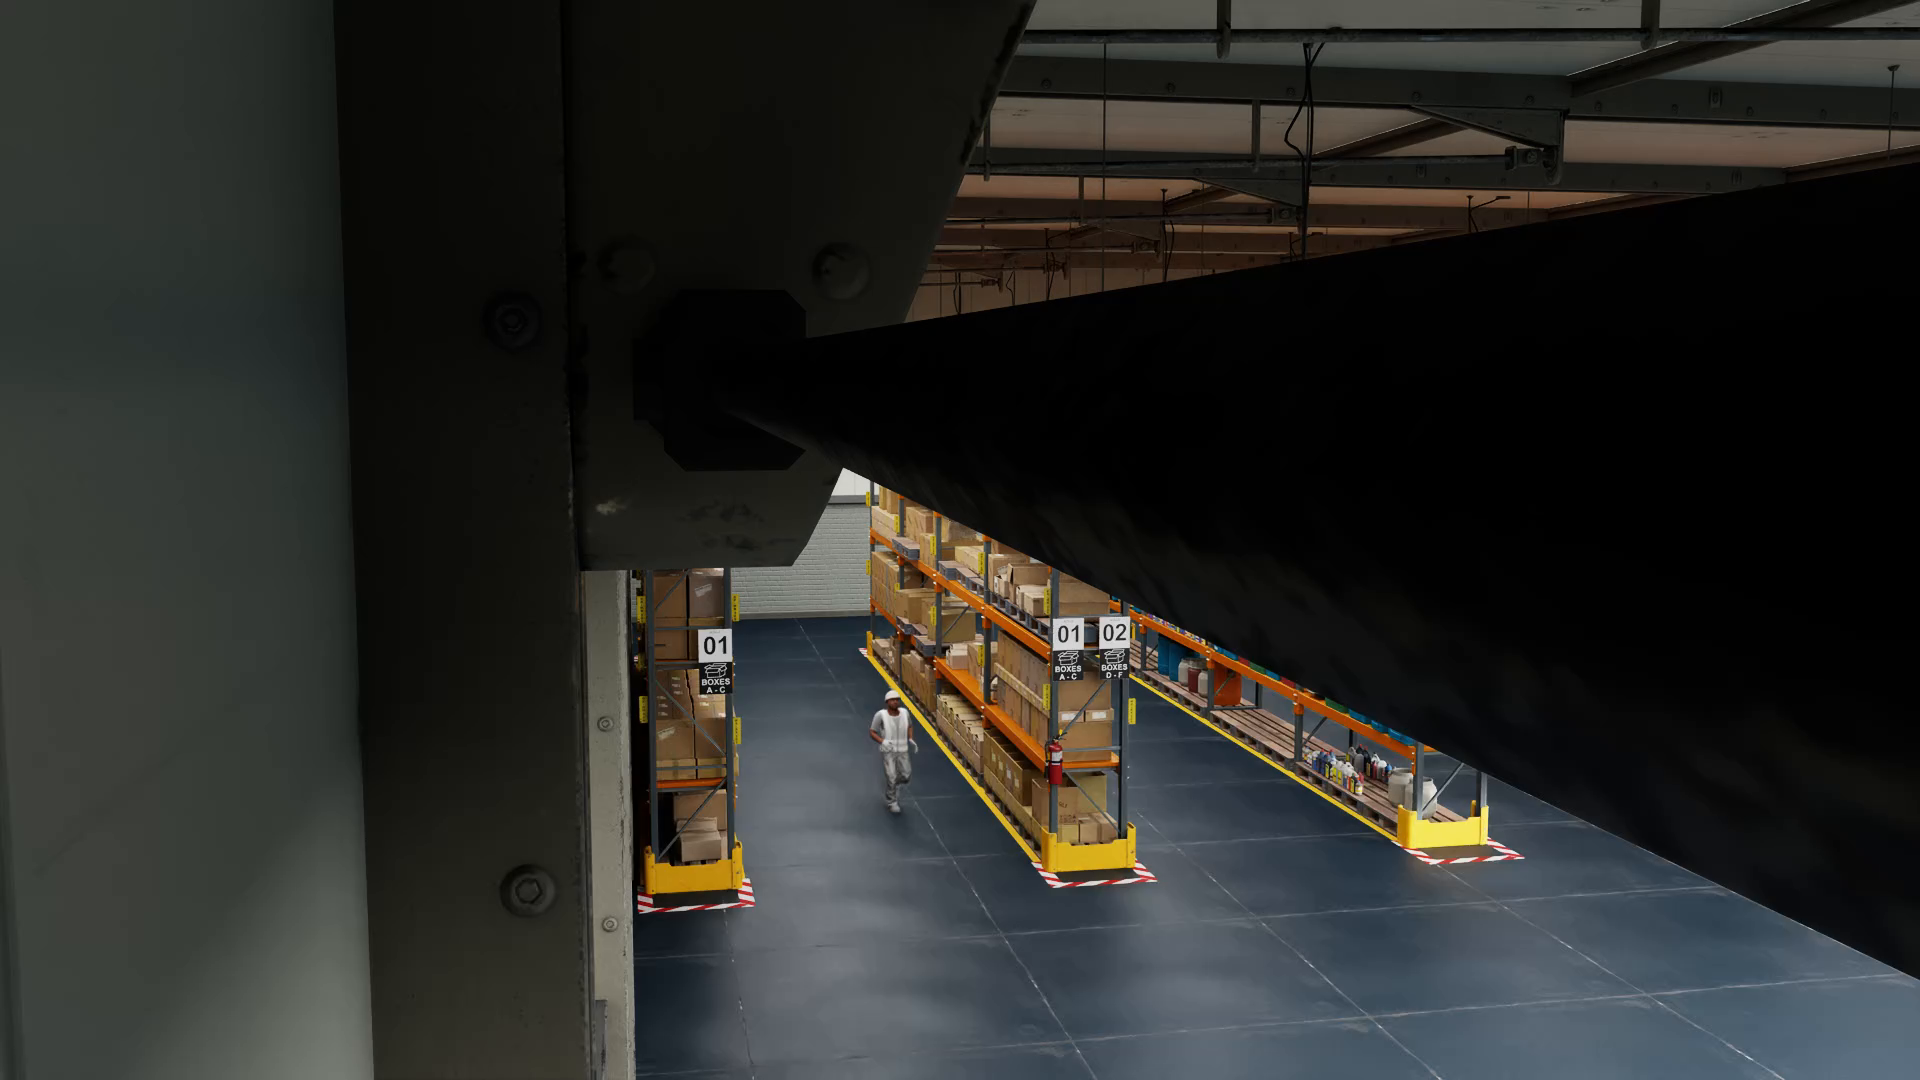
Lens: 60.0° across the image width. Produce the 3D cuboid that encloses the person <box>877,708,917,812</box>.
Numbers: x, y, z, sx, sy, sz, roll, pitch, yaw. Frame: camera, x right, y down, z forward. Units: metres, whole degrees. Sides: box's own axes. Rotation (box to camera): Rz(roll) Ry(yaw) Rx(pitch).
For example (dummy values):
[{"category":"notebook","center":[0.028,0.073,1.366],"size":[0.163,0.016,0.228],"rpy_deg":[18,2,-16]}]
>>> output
[{"category":"person","center":[-0.896,3.130,23.730],"size":[0.555,1.472,0.599],"rpy_deg":[-3,7,-24]}]
